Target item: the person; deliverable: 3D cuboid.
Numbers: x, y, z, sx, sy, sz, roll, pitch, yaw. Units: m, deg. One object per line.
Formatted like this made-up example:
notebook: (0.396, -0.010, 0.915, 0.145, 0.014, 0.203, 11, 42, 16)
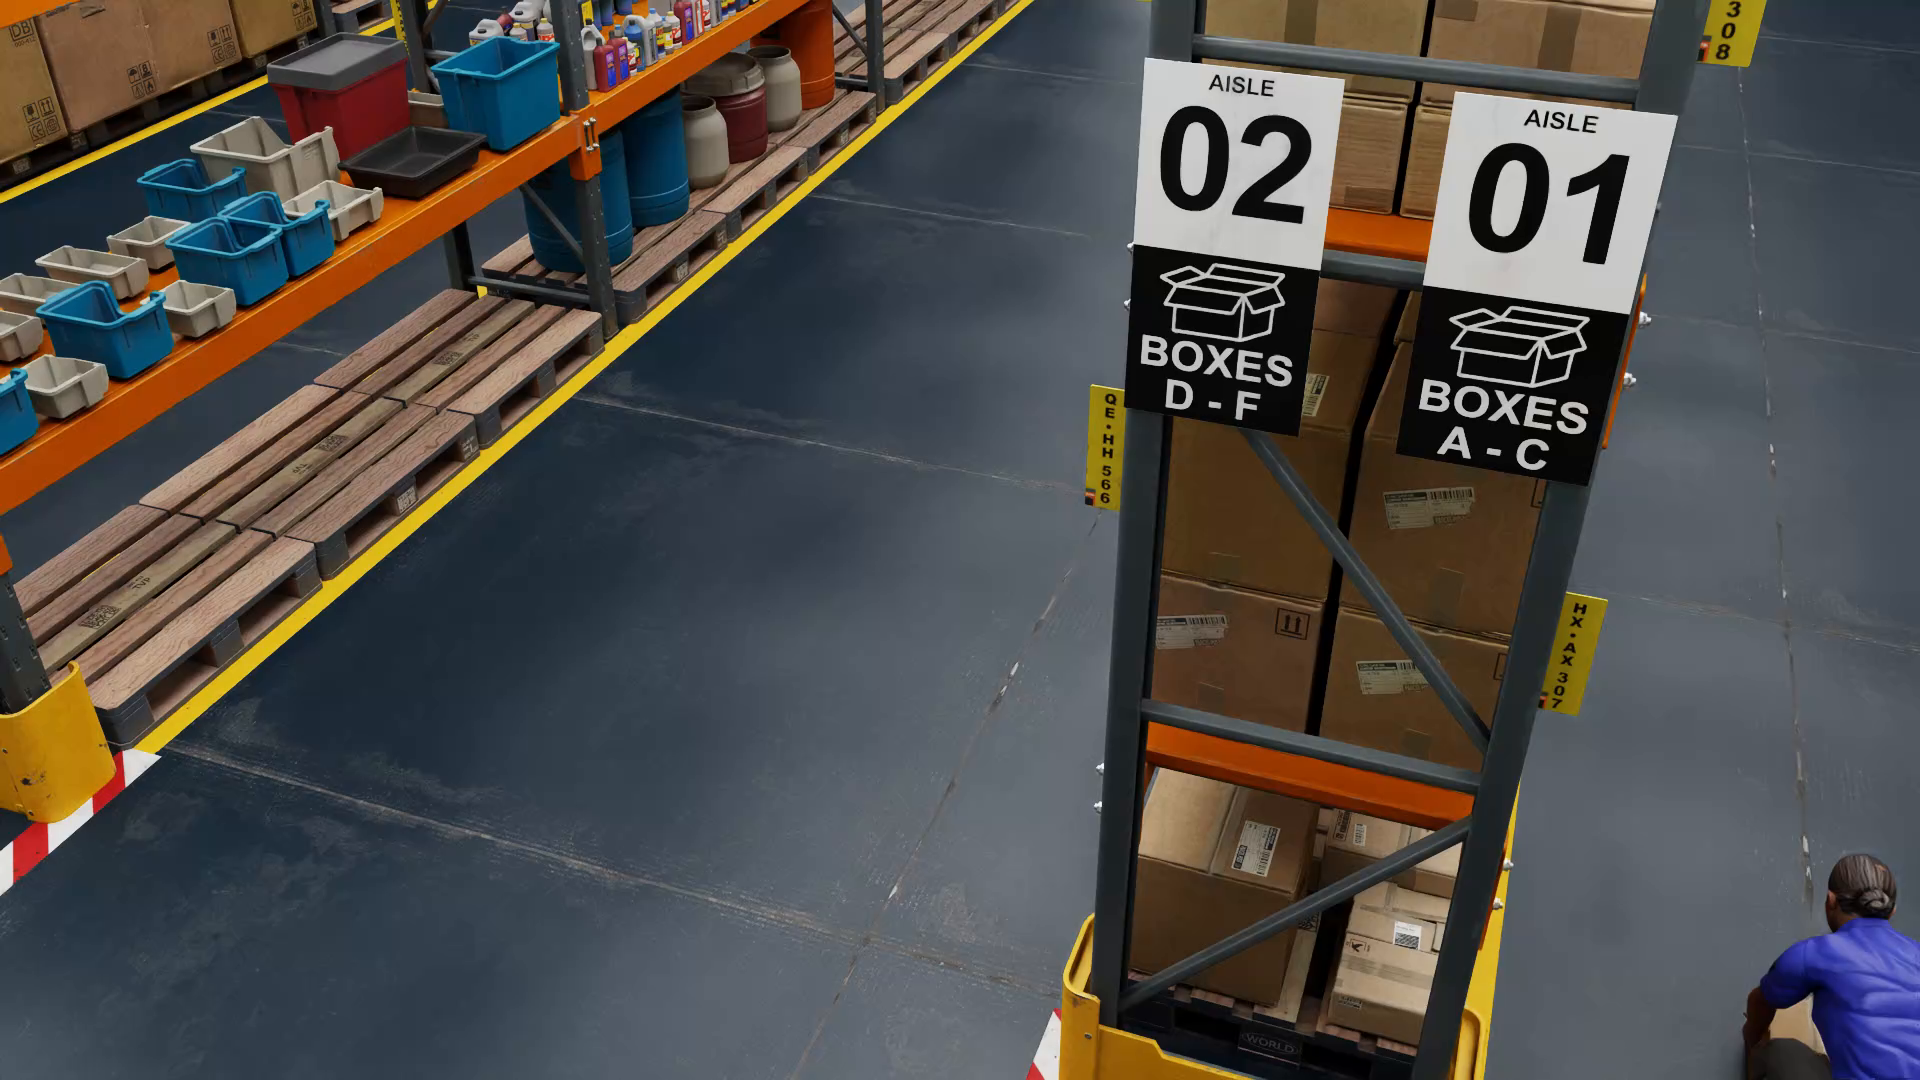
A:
person: (2.446, 1.455, 4.567, 0.486, 0.977, 0.783, 8, 34, 12)
